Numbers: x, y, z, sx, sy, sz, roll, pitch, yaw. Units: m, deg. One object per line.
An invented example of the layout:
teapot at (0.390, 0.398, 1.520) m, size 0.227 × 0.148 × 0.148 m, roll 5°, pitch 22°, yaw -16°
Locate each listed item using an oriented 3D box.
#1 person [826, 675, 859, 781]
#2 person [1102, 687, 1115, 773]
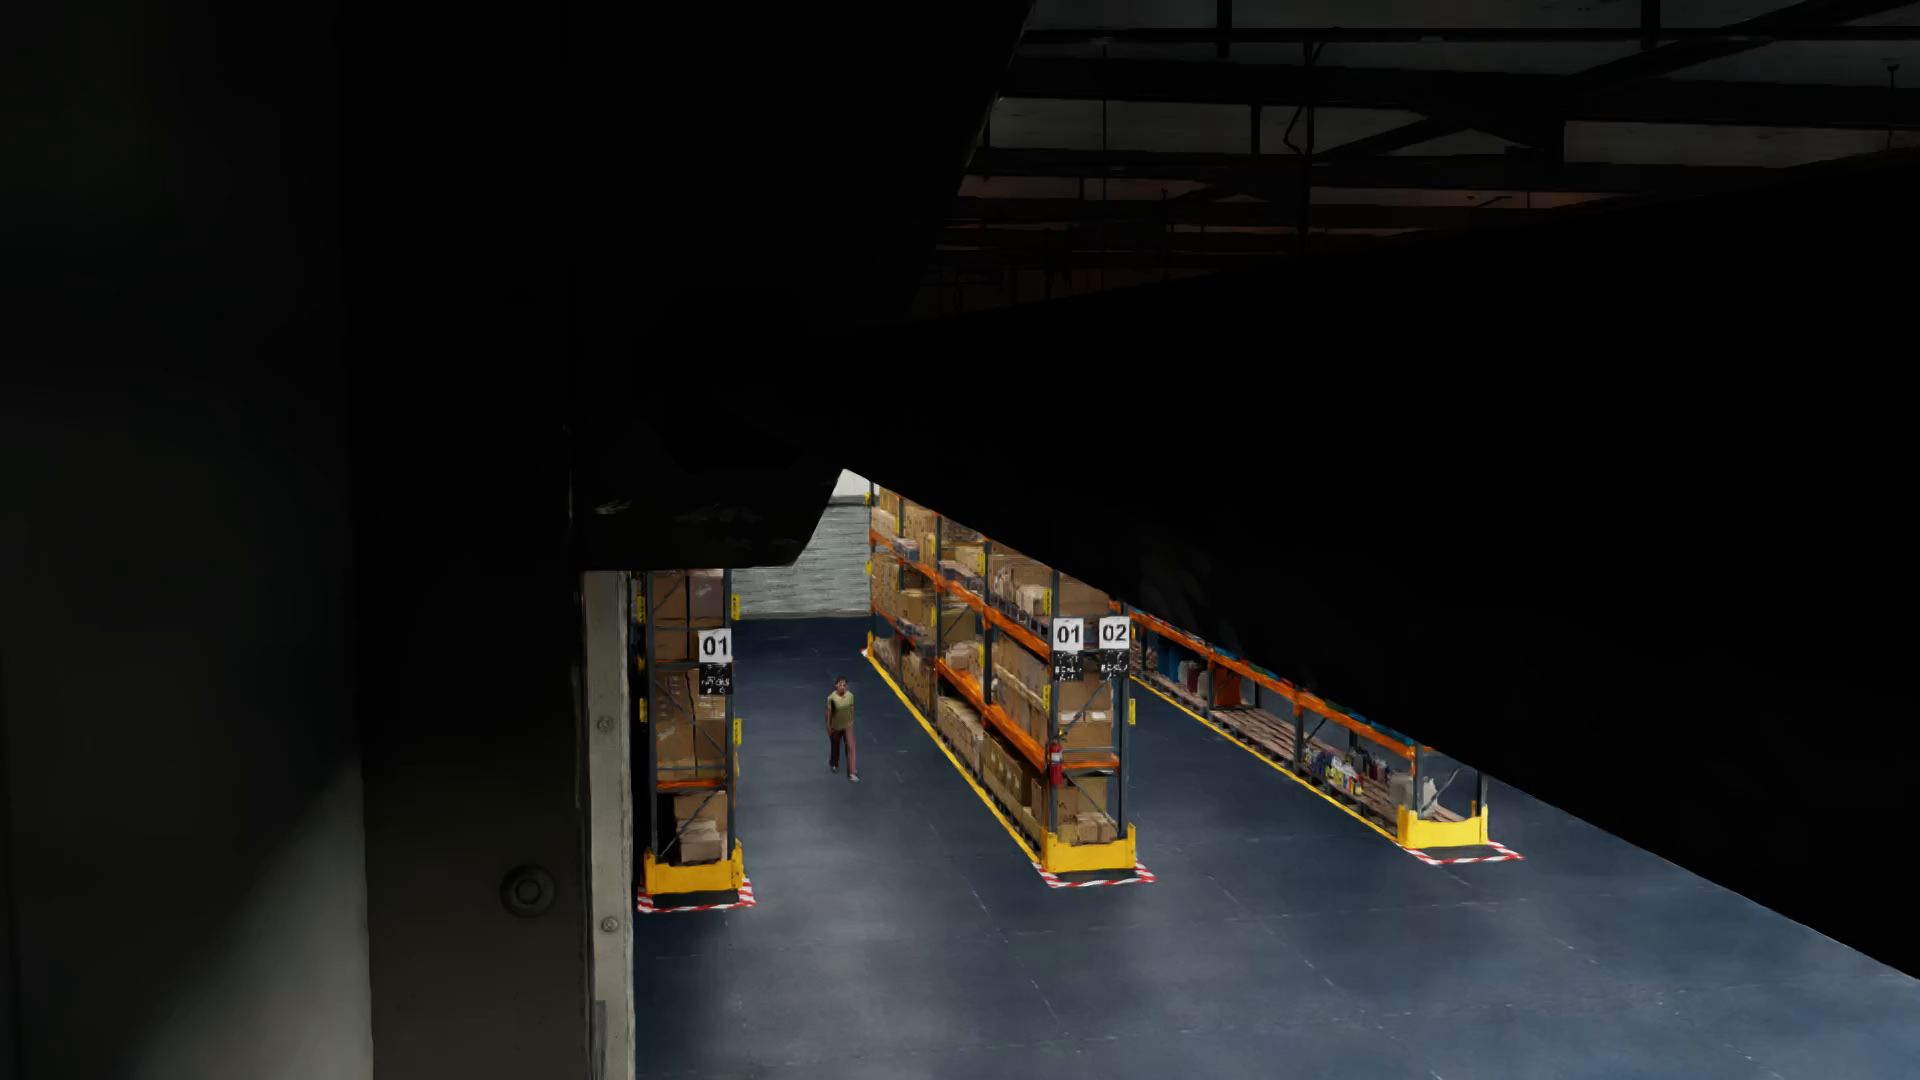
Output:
person at (-1.830, 2.854, 25.526) m, size 0.451 × 1.585 × 1.097 m, roll -1°, pitch 6°, yaw -13°
person at (2.230, 2.778, 25.950) m, size 0.432 × 1.677 × 0.496 m, roll -5°, pitch 8°, yaw -42°
